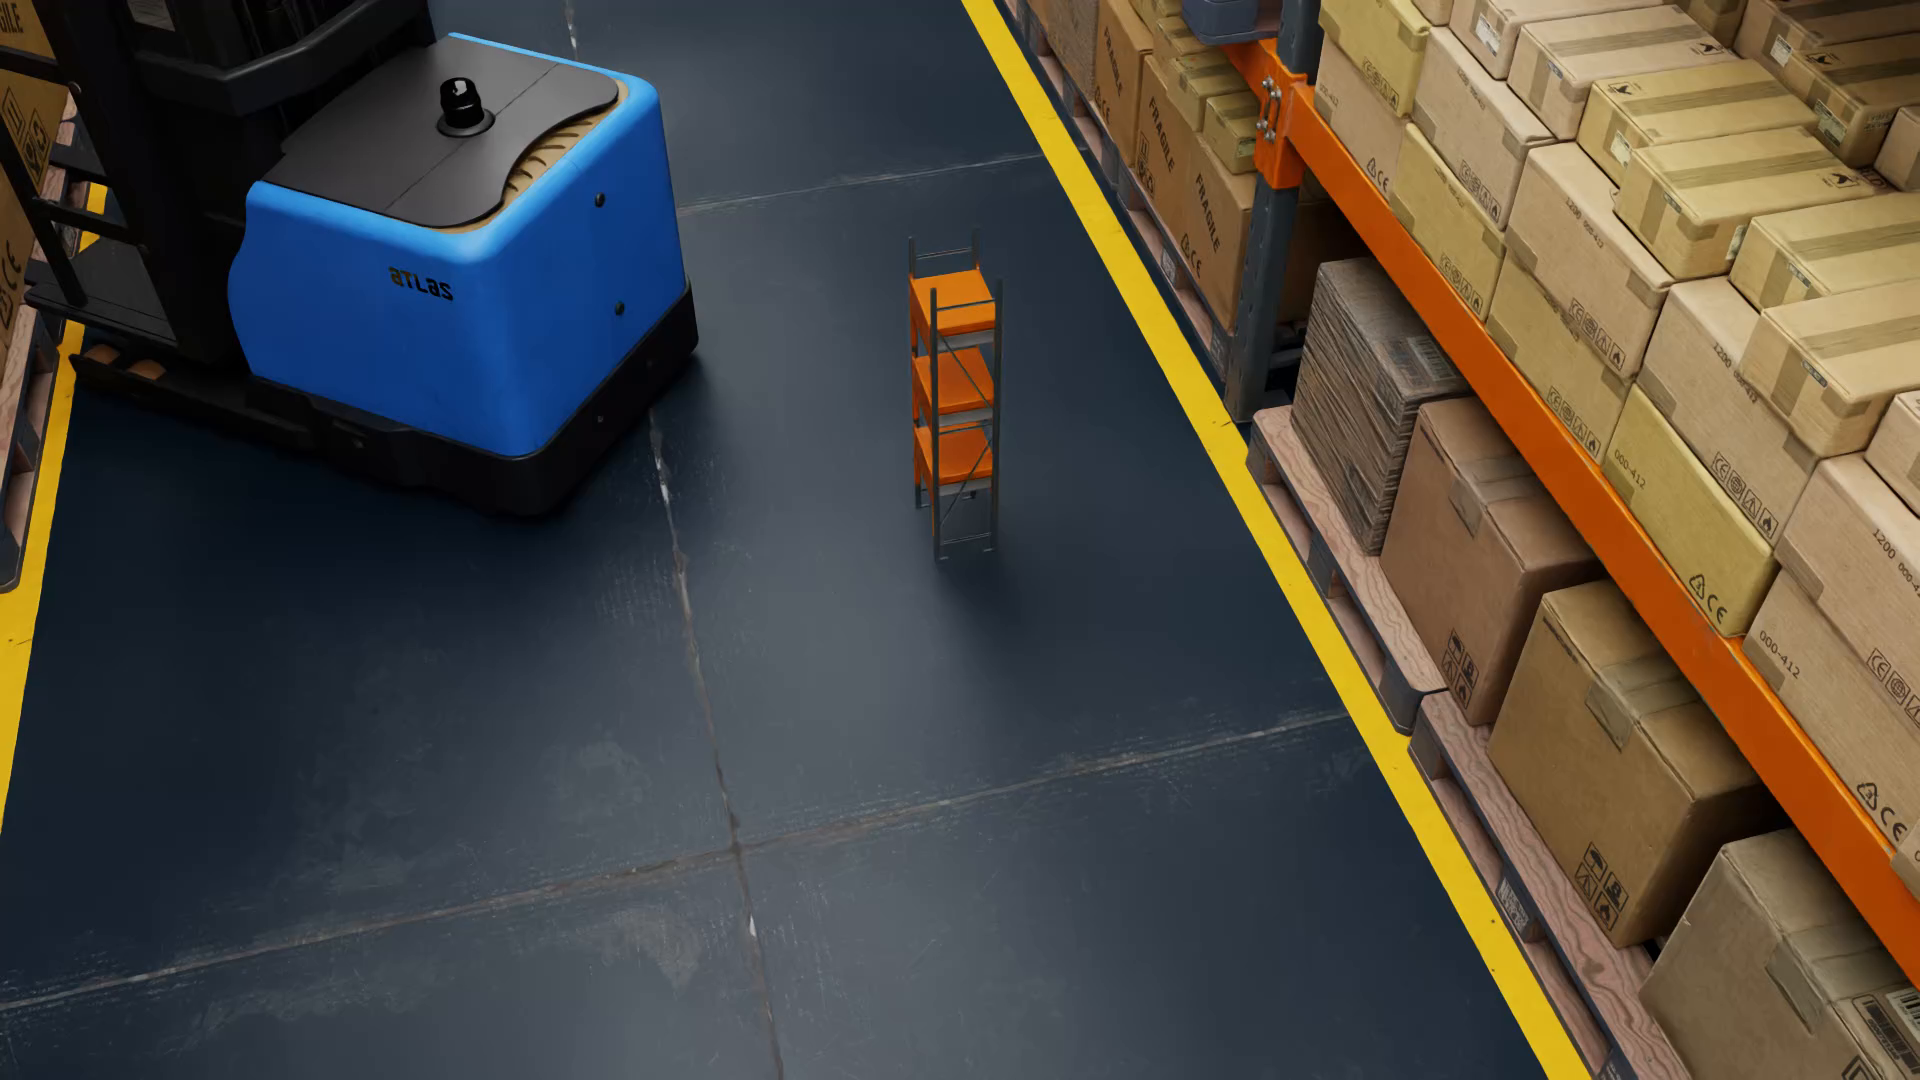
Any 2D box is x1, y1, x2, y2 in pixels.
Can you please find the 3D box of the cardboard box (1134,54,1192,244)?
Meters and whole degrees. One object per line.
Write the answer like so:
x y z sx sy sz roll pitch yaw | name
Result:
0.967 -1.441 6.018 0.500 0.500 0.500 -11 47 -11 | cardboard box

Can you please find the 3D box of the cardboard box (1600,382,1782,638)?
1.672 -0.105 3.357 0.500 0.250 0.500 -9 46 -9 | cardboard box

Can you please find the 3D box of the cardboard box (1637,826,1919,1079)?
2.089 0.981 3.557 0.875 0.625 0.625 -11 47 -11 | cardboard box

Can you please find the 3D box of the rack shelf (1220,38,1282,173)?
0.889 -2.698 6.298 1.077 0.370 4.000 -11 47 -10 | rack shelf

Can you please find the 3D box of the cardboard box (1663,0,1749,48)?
1.862 -1.293 3.893 0.380 0.149 0.250 -11 47 -10 | cardboard box

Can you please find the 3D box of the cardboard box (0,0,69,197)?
-3.945 -1.788 6.096 0.875 0.875 0.875 -9 46 -9 | cardboard box

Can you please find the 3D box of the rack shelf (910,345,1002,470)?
-0.014 -0.397 4.919 0.215 0.259 0.240 -11 47 -10 | rack shelf

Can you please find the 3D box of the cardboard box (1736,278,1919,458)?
1.624 -0.310 2.930 0.380 0.149 0.250 -12 47 -11 | cardboard box

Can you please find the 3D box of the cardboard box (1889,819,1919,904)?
1.909 0.599 2.668 0.500 0.250 0.500 -11 47 -11 | cardboard box

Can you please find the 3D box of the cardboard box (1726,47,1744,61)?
1.917 -1.079 3.963 0.500 0.250 0.500 -10 46 -10 | cardboard box

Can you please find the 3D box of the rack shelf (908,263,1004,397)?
-0.014 -0.596 4.716 0.215 0.259 0.240 -11 47 -10 | rack shelf

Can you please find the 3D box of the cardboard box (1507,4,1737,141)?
1.437 -1.022 3.627 0.380 0.149 0.250 -10 46 -10 | cardboard box

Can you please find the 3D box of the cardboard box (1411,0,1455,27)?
1.268 -1.373 3.971 0.380 0.149 0.250 -10 46 -9 | cardboard box

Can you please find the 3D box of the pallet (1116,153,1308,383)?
1.246 -1.115 6.195 1.003 0.211 1.213 -11 47 -10 | pallet

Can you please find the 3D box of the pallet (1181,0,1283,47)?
1.160 -1.957 5.202 1.213 0.211 1.003 -11 47 -10 | pallet

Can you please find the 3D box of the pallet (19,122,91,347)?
-3.834 -1.082 6.162 1.003 0.211 1.213 -11 47 -10 | pallet

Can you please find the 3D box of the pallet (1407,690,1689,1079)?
1.883 0.823 4.295 1.003 0.211 1.213 -11 47 -10 | pallet

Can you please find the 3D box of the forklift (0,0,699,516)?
-2.481 -1.806 4.967 3.031 2.935 1.130 17 48 16 | forklift

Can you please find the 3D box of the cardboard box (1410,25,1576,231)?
1.406 -0.995 3.879 0.500 0.250 0.500 -9 46 -9 | cardboard box

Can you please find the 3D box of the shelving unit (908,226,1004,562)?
-0.014 -0.404 4.911 0.215 1.050 0.252 -11 47 -10 | shelving unit

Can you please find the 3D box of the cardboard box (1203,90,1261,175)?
1.030 -1.363 5.487 0.380 0.149 0.250 -13 47 -12 | cardboard box

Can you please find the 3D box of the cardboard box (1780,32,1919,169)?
1.984 -0.942 3.549 0.380 0.149 0.250 -11 47 -11 | cardboard box

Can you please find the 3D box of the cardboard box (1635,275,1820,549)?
1.677 -0.282 3.181 0.500 0.250 0.500 -10 46 -10 | cardboard box

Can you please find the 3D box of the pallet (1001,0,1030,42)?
0.622 -2.800 7.846 1.003 0.211 1.213 -11 47 -10 | pallet

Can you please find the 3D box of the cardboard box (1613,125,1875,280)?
1.539 -0.668 3.280 0.380 0.149 0.250 -10 46 -9 | cardboard box

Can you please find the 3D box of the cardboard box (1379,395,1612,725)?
1.722 -0.002 4.520 0.875 0.625 0.625 -9 46 -9 | cardboard box

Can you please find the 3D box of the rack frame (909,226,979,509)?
-0.045 -0.489 4.994 0.200 1.050 0.008 -11 47 -10 | rack frame

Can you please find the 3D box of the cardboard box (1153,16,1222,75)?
0.905 -1.735 5.852 0.380 0.149 0.250 -12 47 -12 | cardboard box

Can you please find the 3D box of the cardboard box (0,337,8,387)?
-3.493 -0.554 4.887 0.875 0.875 0.875 -11 47 -11 | cardboard box

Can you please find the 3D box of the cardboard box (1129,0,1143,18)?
0.817 -2.098 6.208 0.380 0.149 0.250 -11 47 -11 | cardboard box

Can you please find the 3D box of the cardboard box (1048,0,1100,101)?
0.679 -2.157 6.720 0.500 0.500 0.500 -12 47 -12 | cardboard box

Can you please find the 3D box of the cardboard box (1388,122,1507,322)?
1.402 -0.817 4.056 0.500 0.250 0.500 -12 47 -11 | cardboard box
